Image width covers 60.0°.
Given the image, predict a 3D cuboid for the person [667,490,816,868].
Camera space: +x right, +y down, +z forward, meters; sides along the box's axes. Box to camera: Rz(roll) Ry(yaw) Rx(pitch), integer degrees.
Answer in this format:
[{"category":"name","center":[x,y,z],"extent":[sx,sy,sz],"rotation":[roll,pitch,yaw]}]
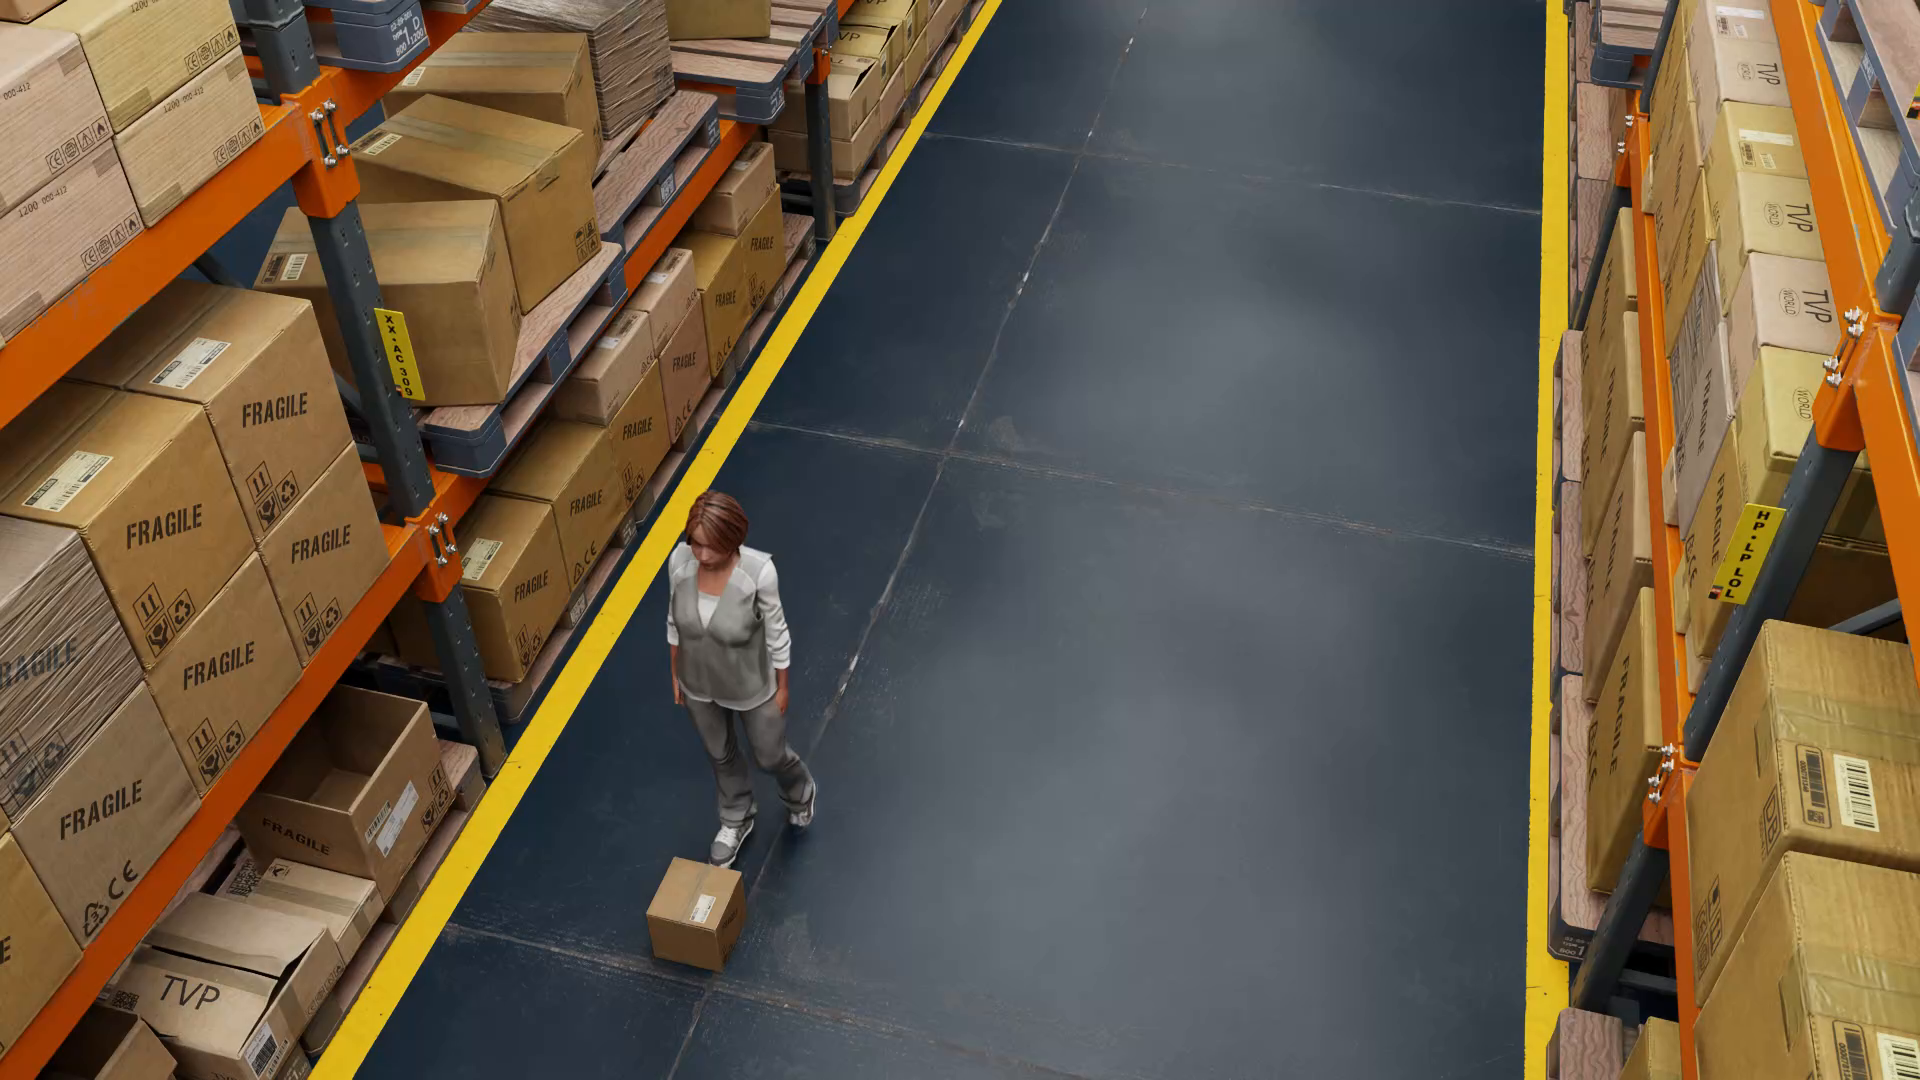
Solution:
[{"category":"person","center":[-0.772,0.509,5.648],"extent":[0.424,1.647,0.432],"rotation":[10,43,11]}]
